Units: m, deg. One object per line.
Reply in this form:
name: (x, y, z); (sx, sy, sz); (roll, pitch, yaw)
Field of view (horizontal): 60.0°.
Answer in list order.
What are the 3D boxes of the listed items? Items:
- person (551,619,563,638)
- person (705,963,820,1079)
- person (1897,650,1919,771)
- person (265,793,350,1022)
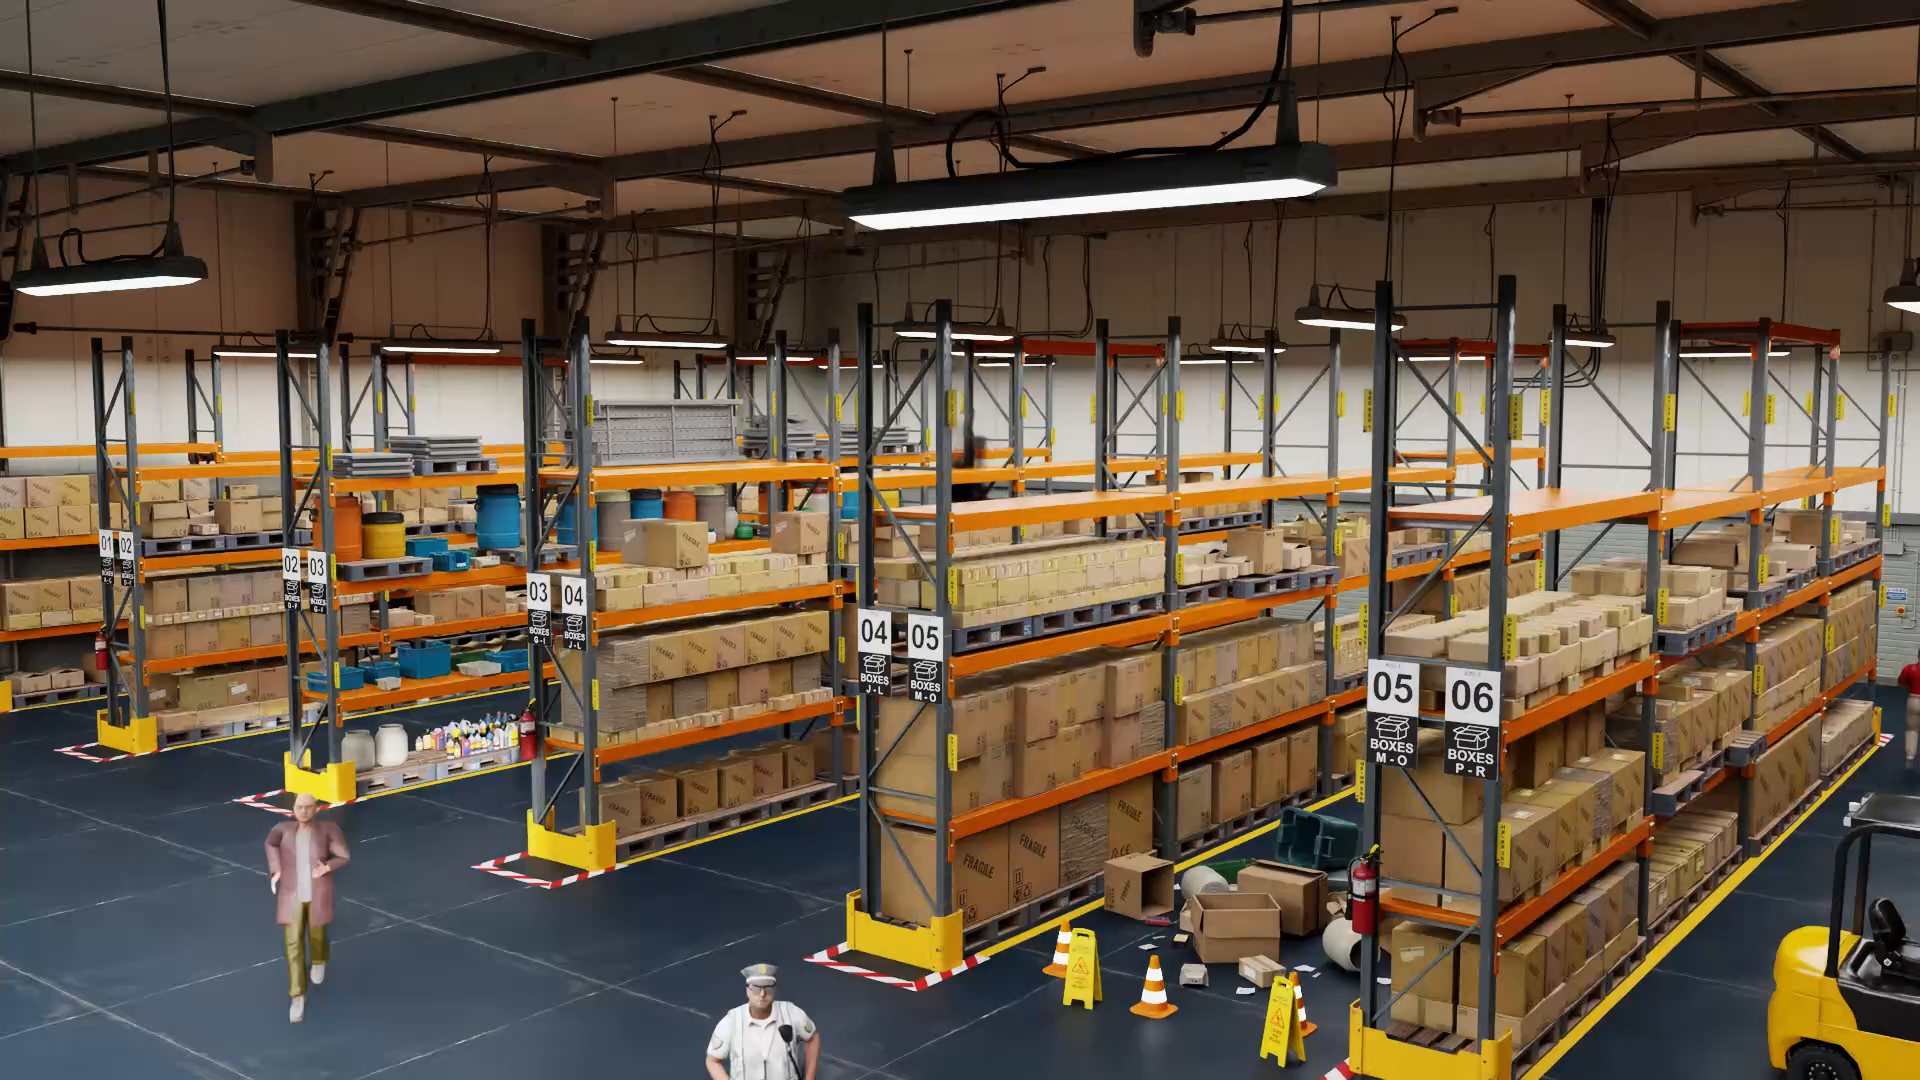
person: (-7.962, 1.406, 33.185); (0.714, 1.744, 0.901); (3, 6, 31)
person: (-1.185, 3.422, 10.102); (0.705, 1.747, 0.611); (-1, 5, -11)
person: (13.173, 2.307, 22.741); (0.663, 1.713, 0.990); (3, 6, 34)
person: (-5.543, 3.036, 14.128); (0.703, 1.805, 1.041); (-1, 5, -16)
